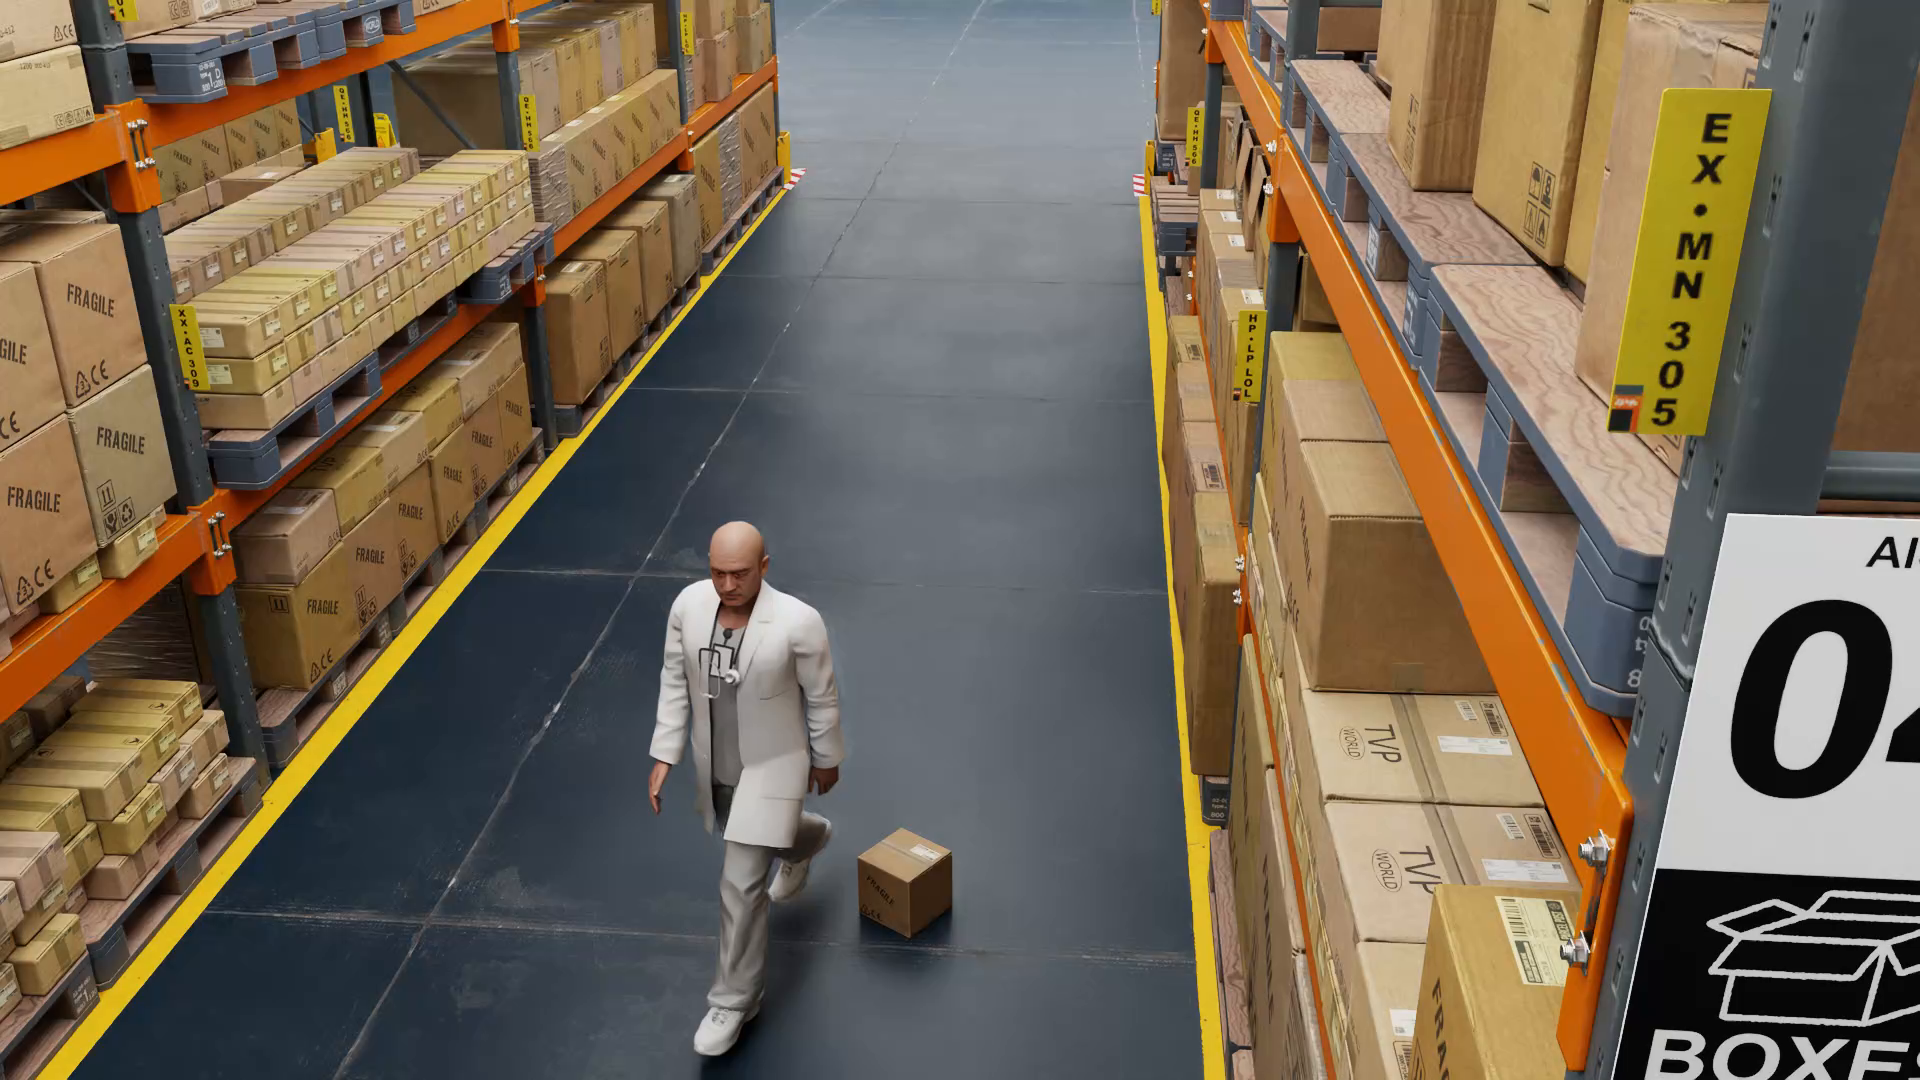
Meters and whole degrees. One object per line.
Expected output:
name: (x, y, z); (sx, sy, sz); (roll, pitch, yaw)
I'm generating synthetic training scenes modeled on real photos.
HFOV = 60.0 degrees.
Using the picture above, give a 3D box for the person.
person: (-0.683, 0.704, 5.545); (0.579, 1.729, 1.127); (11, 27, 24)
